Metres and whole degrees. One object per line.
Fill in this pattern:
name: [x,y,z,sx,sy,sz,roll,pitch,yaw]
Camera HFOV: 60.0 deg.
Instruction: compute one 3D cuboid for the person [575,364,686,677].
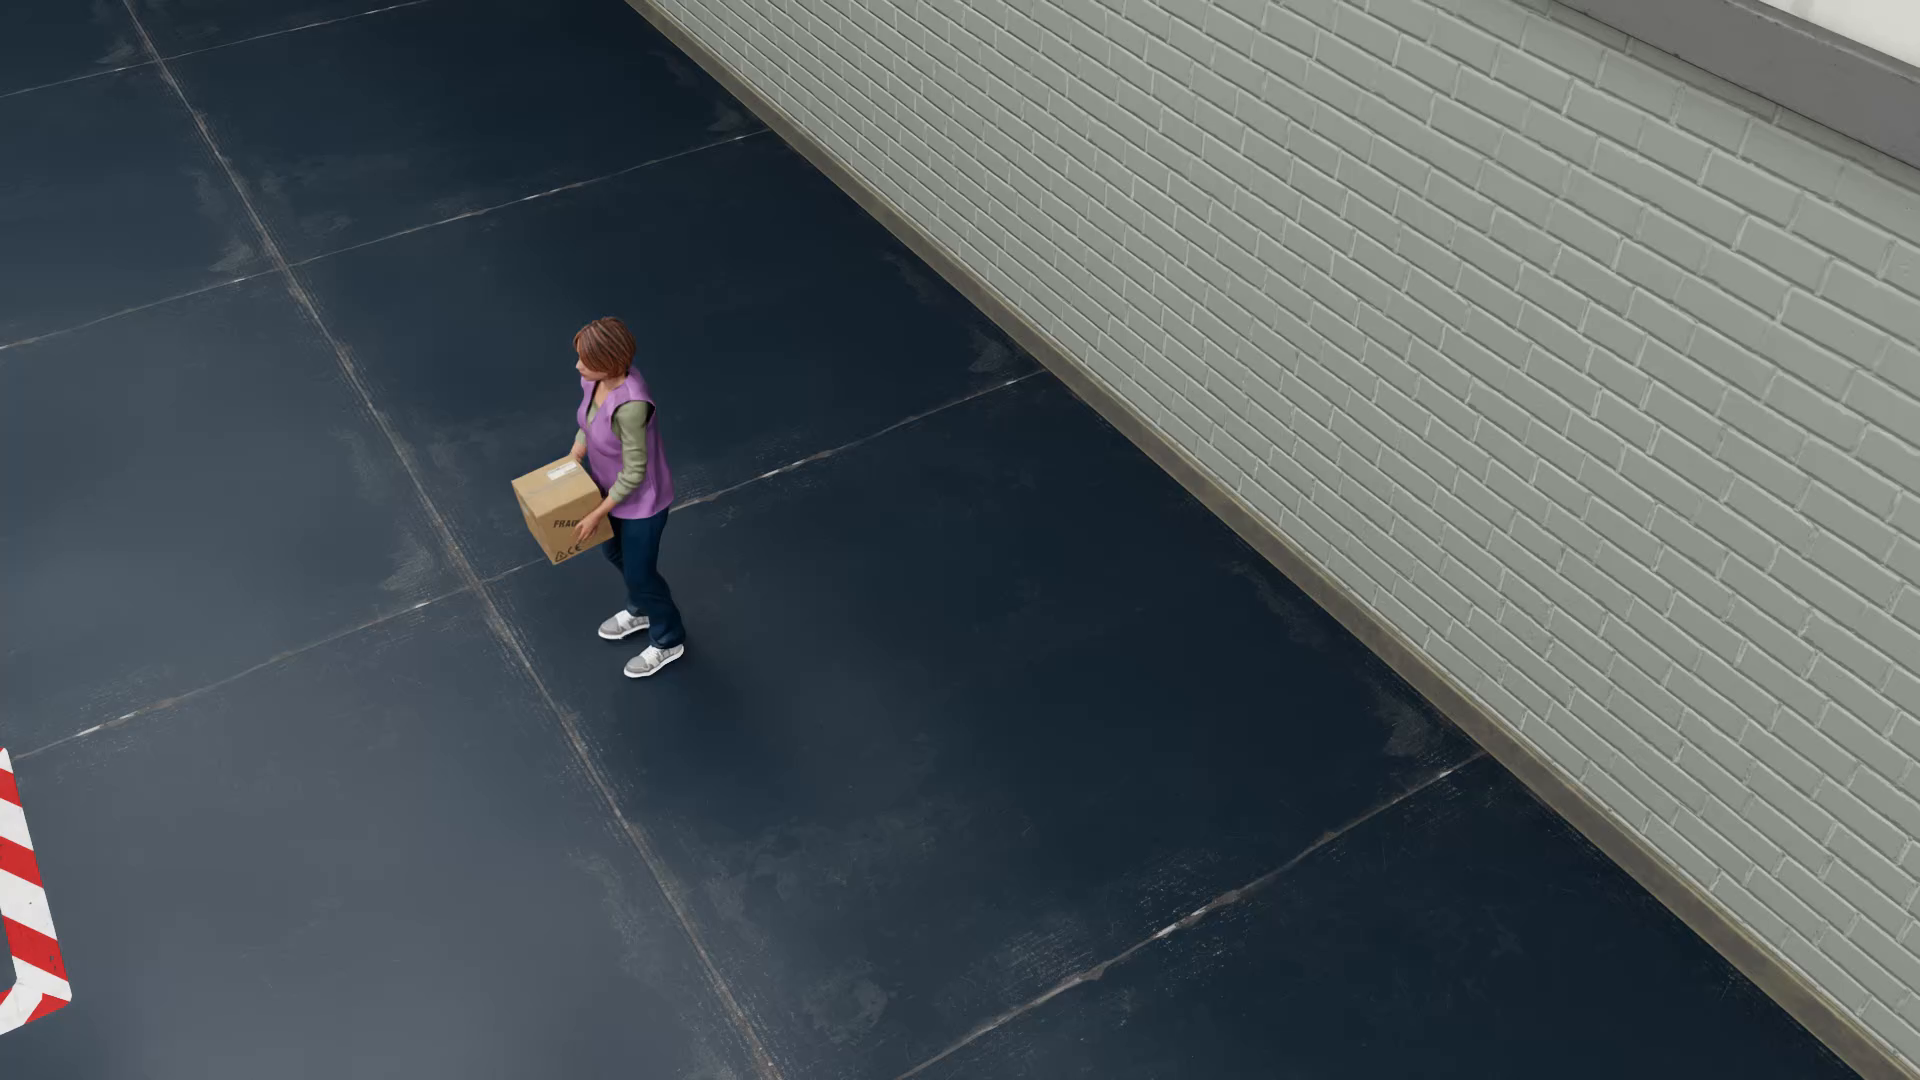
person: [-5.115,-2.966,8.325,3.135,3.194,10.230,-23,46,-24]
